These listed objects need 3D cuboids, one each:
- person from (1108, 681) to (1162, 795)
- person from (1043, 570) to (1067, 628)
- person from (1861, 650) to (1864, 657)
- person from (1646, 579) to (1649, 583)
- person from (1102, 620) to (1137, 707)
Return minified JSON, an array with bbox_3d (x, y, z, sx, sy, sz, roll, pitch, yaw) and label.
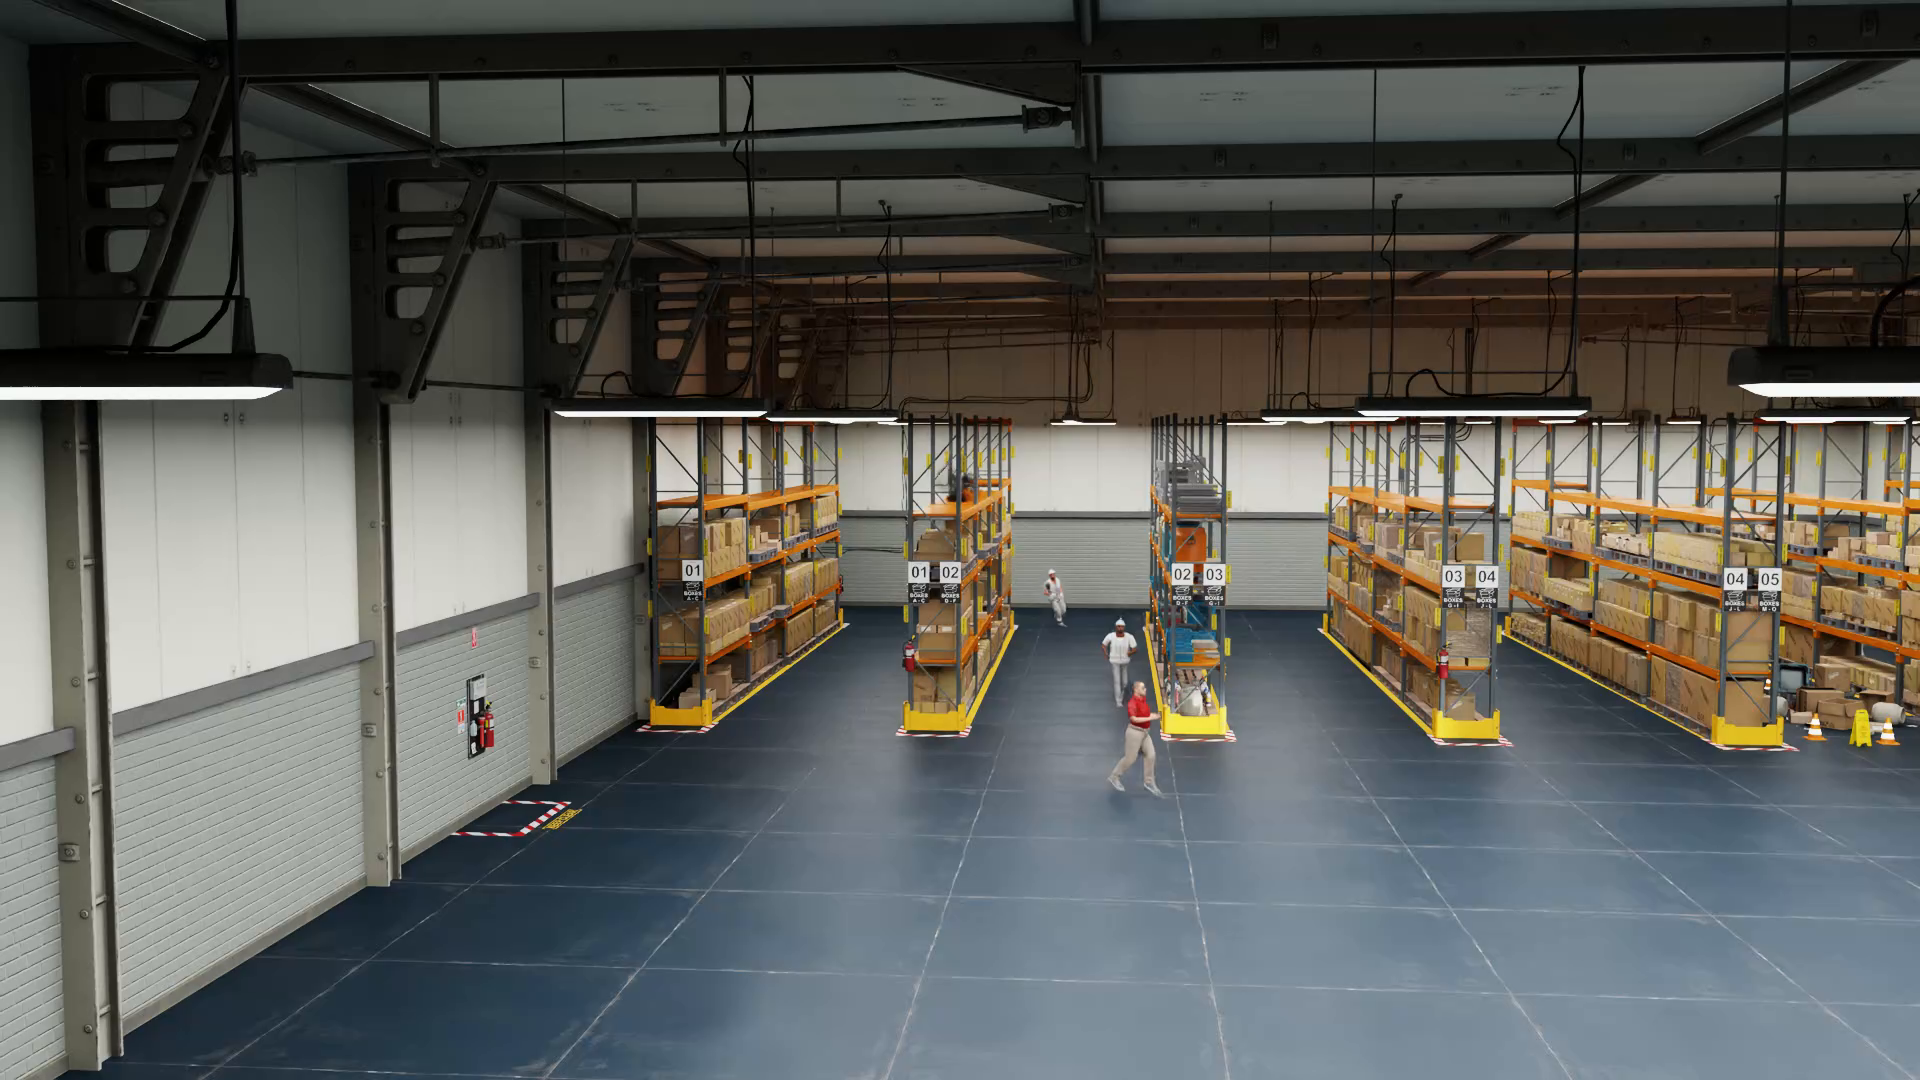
[{"bbox_3d":[2.748,3.101,26.064,0.848,1.792,0.664,2,4,29],"label":"person"},{"bbox_3d":[2.704,1.677,47.599,0.733,1.686,0.607,-2,4,-29],"label":"person"},{"bbox_3d":[21.669,2.158,39.981,0.720,1.762,0.794,1,4,8],"label":"person"},{"bbox_3d":[19.801,1.830,47.137,0.785,1.494,0.546,1,4,15],"label":"person"},{"bbox_3d":[3.282,2.507,34.087,0.722,1.757,0.835,0,4,-3],"label":"person"}]
